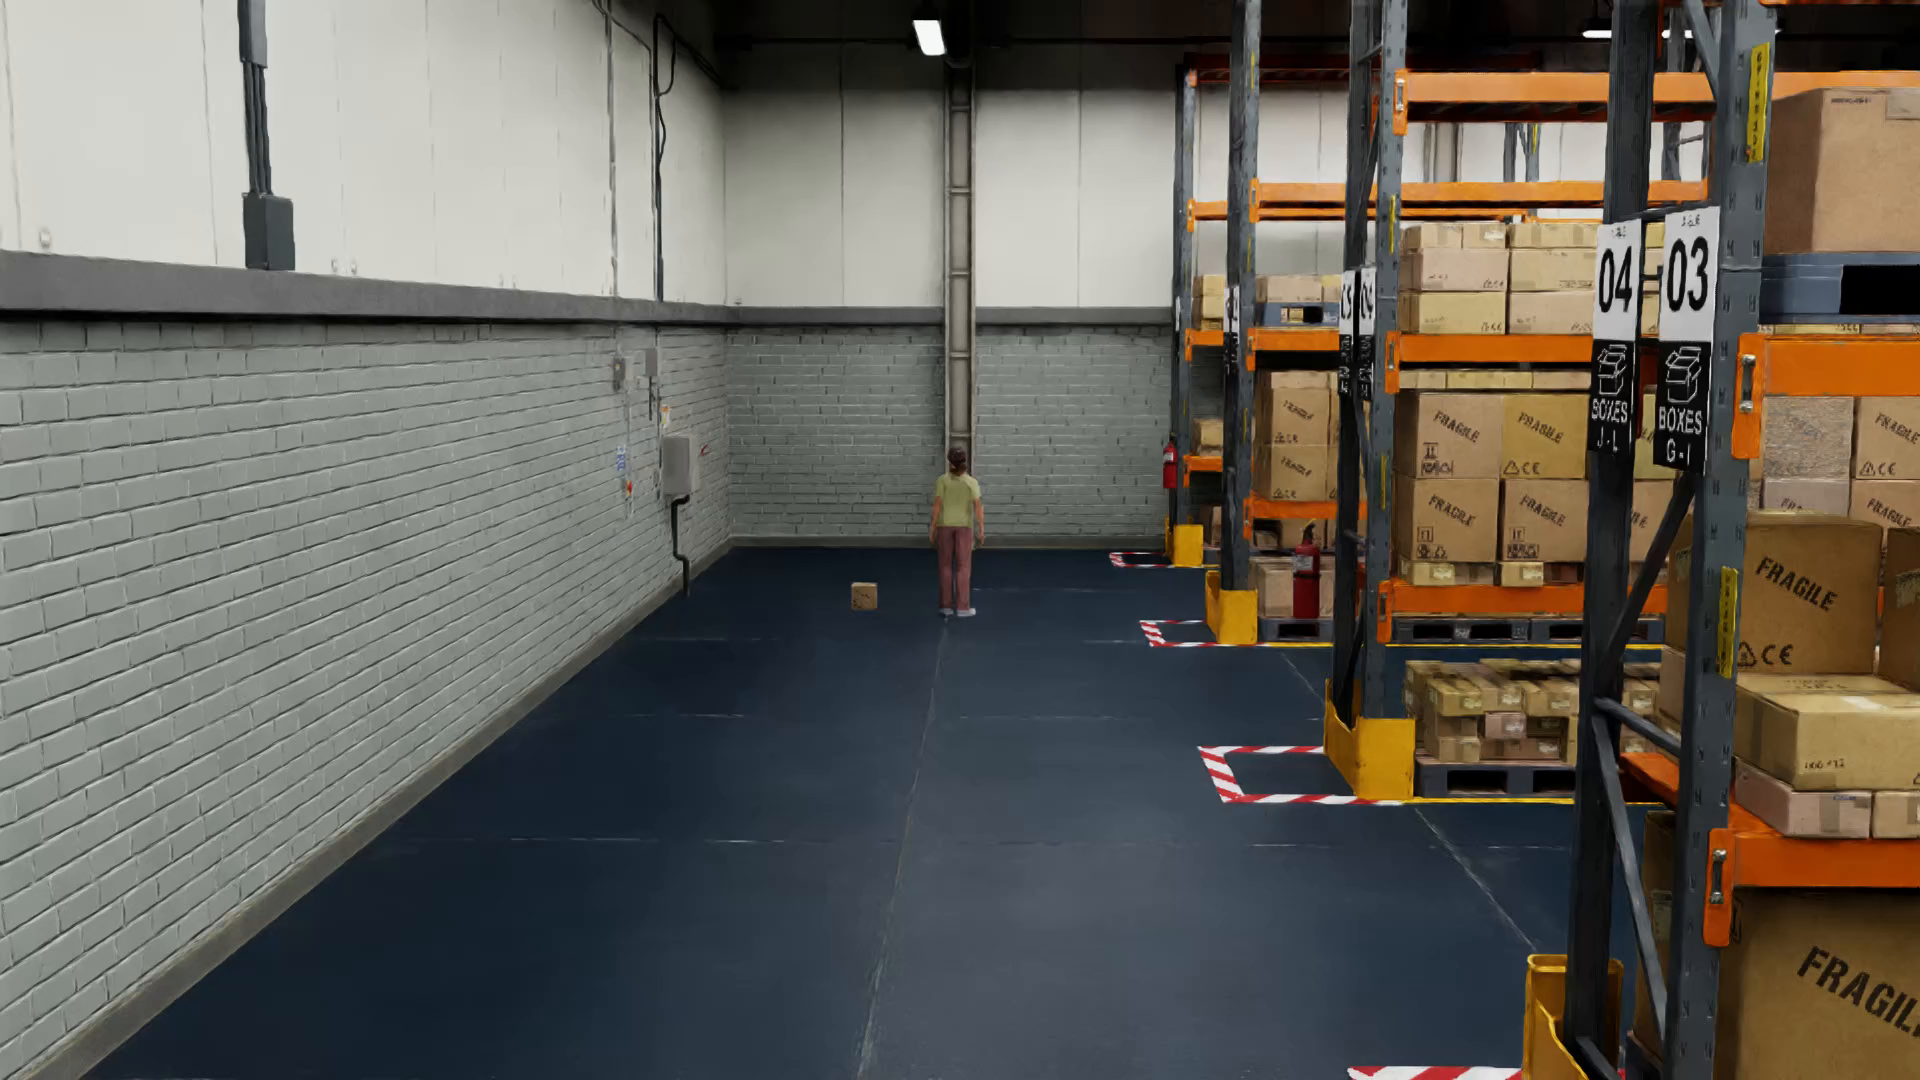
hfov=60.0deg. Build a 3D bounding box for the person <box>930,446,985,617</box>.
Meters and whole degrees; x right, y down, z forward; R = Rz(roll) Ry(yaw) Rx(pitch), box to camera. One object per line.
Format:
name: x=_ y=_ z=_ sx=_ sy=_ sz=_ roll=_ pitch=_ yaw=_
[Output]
person: x=-0.024 y=-0.090 z=16.325 sx=0.537 sy=1.676 sz=0.423 roll=0 pitch=7 yaw=2
